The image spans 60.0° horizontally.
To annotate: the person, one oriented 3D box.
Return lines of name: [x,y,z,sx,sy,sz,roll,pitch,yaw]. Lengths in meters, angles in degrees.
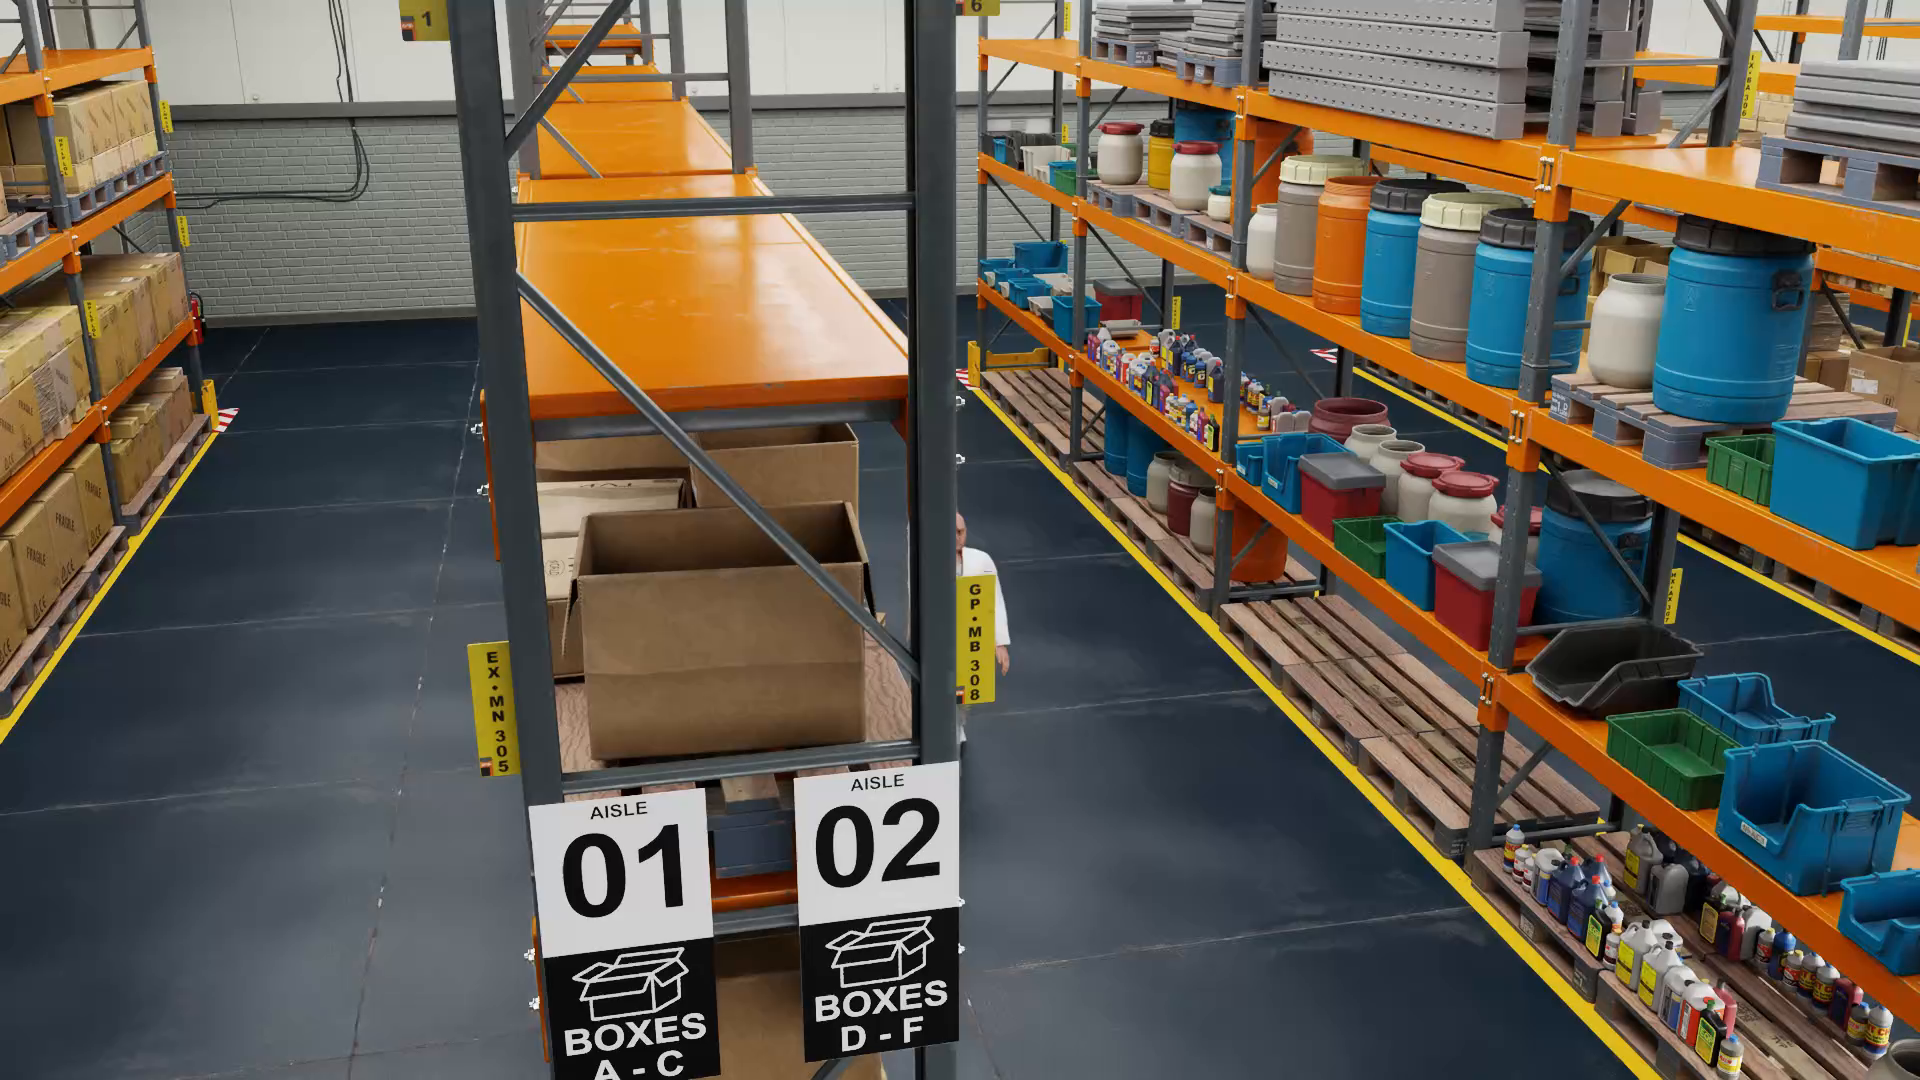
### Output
person: [-0.007,0.664,10.539,0.617,1.733,1.117,-3,20,-9]
